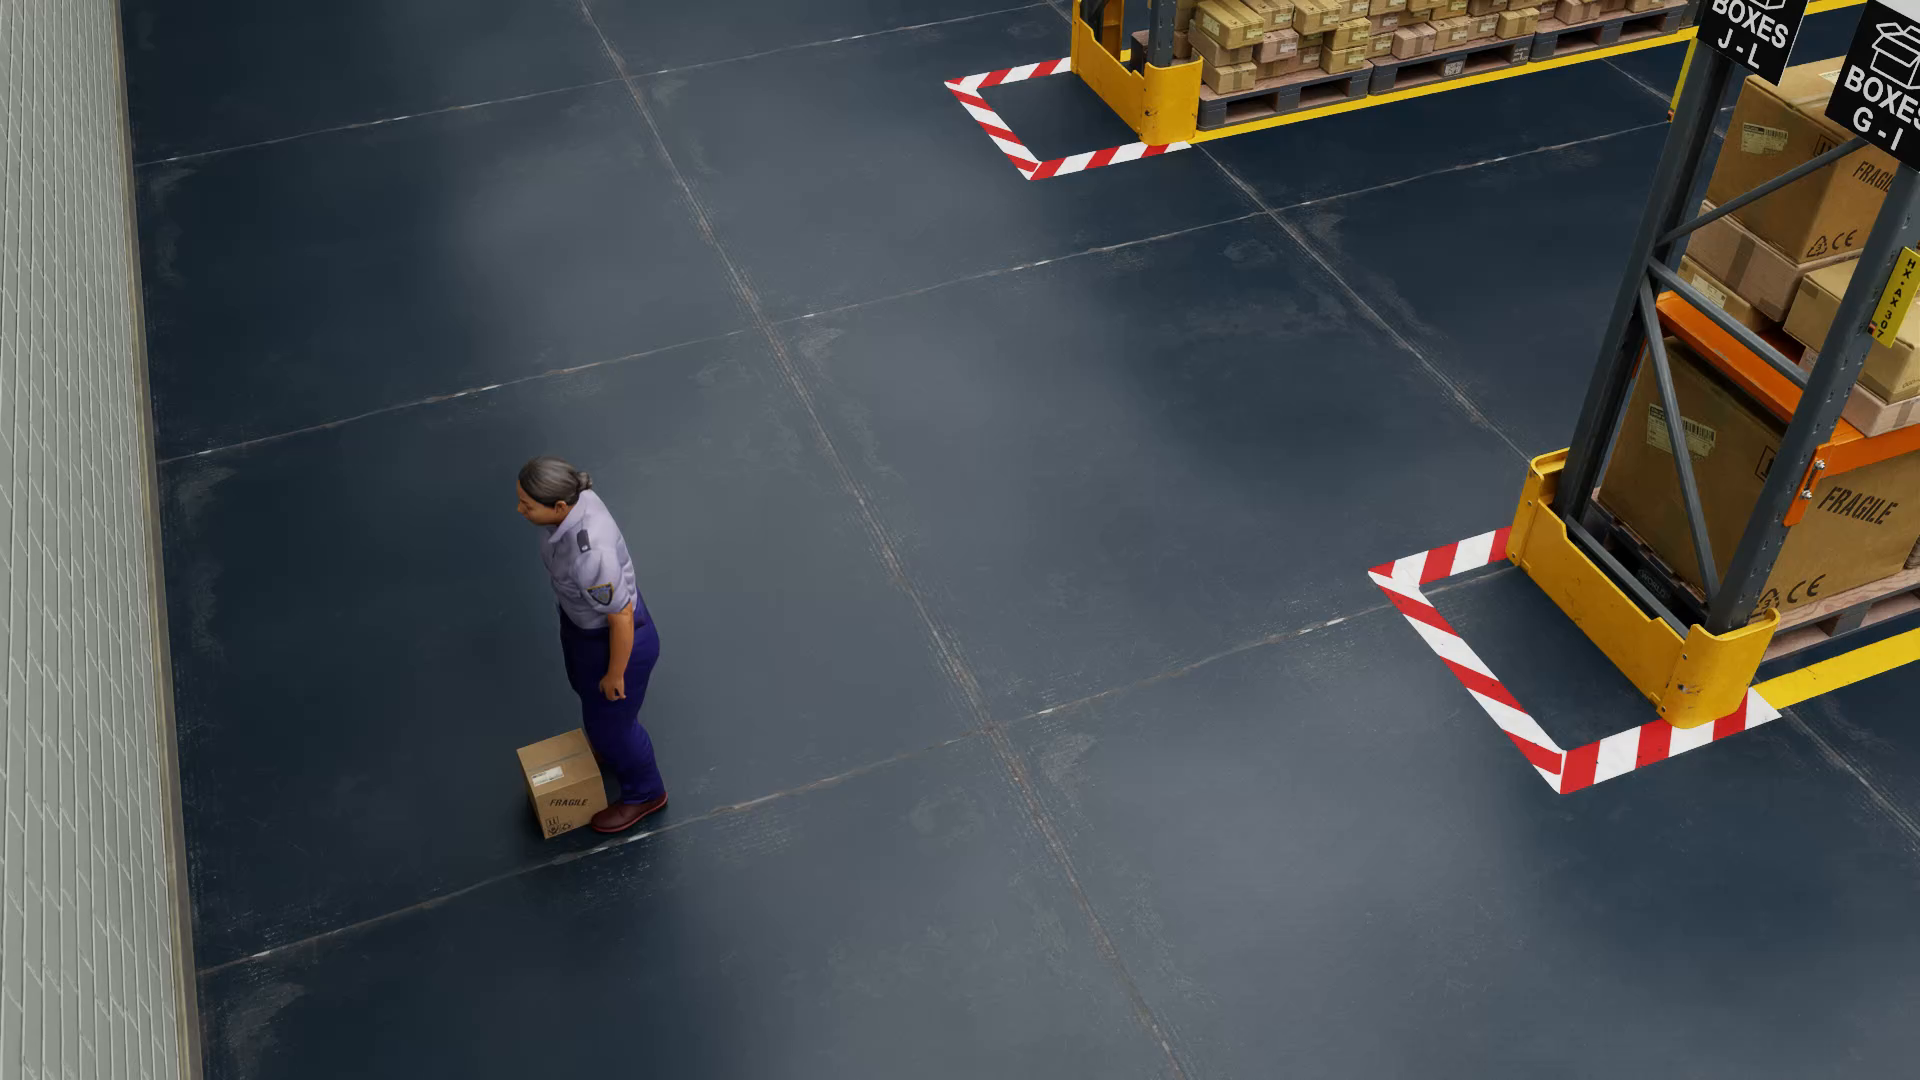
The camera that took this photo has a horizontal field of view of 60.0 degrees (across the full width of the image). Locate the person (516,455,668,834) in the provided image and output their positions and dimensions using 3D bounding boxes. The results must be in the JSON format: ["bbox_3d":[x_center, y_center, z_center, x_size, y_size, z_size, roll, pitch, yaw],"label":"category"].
[{"bbox_3d":[-1.280,0.327,5.804,0.341,1.650,0.548,-17,45,-18],"label":"person"}]
